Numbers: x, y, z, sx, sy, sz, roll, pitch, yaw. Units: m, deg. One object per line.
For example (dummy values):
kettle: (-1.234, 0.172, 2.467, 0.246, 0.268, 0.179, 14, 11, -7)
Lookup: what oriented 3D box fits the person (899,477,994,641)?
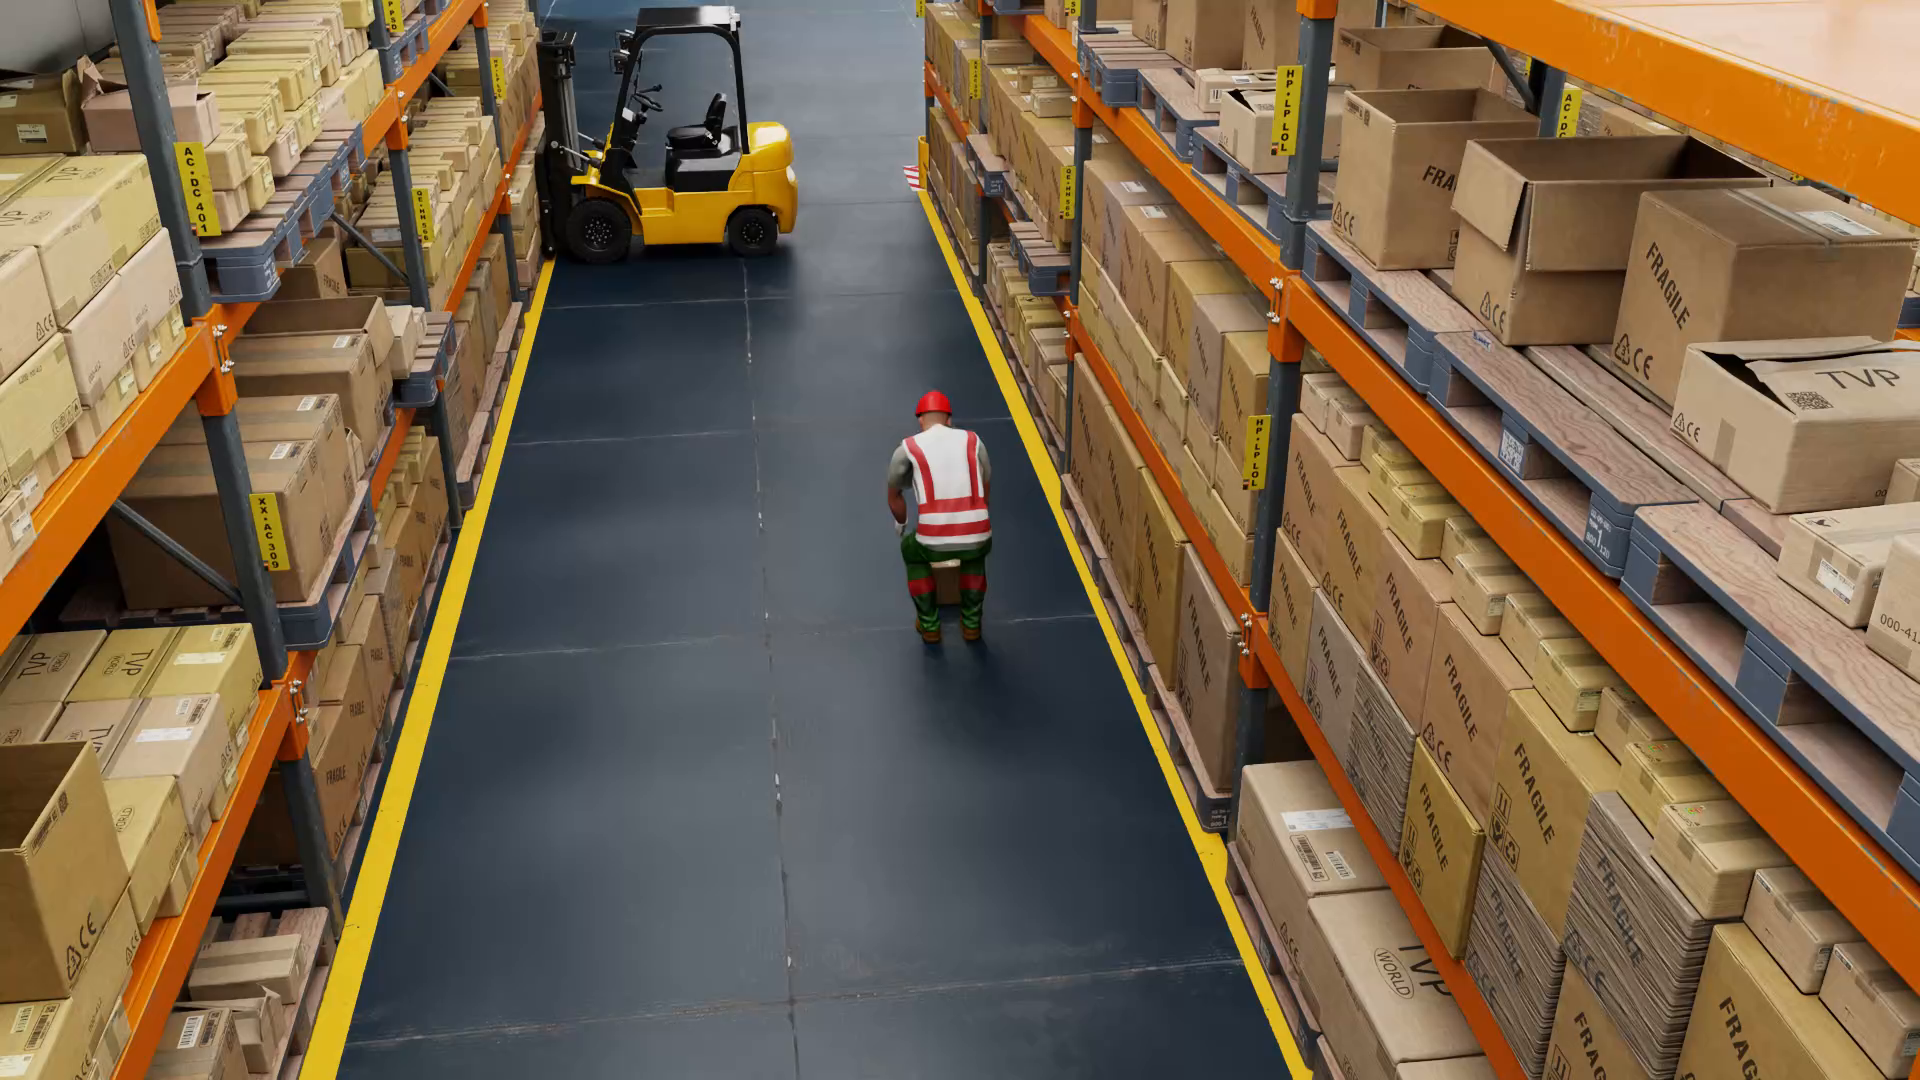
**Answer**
person: (-0.081, 0.094, 9.474, 0.518, 0.869, 0.964, -4, 27, -8)
